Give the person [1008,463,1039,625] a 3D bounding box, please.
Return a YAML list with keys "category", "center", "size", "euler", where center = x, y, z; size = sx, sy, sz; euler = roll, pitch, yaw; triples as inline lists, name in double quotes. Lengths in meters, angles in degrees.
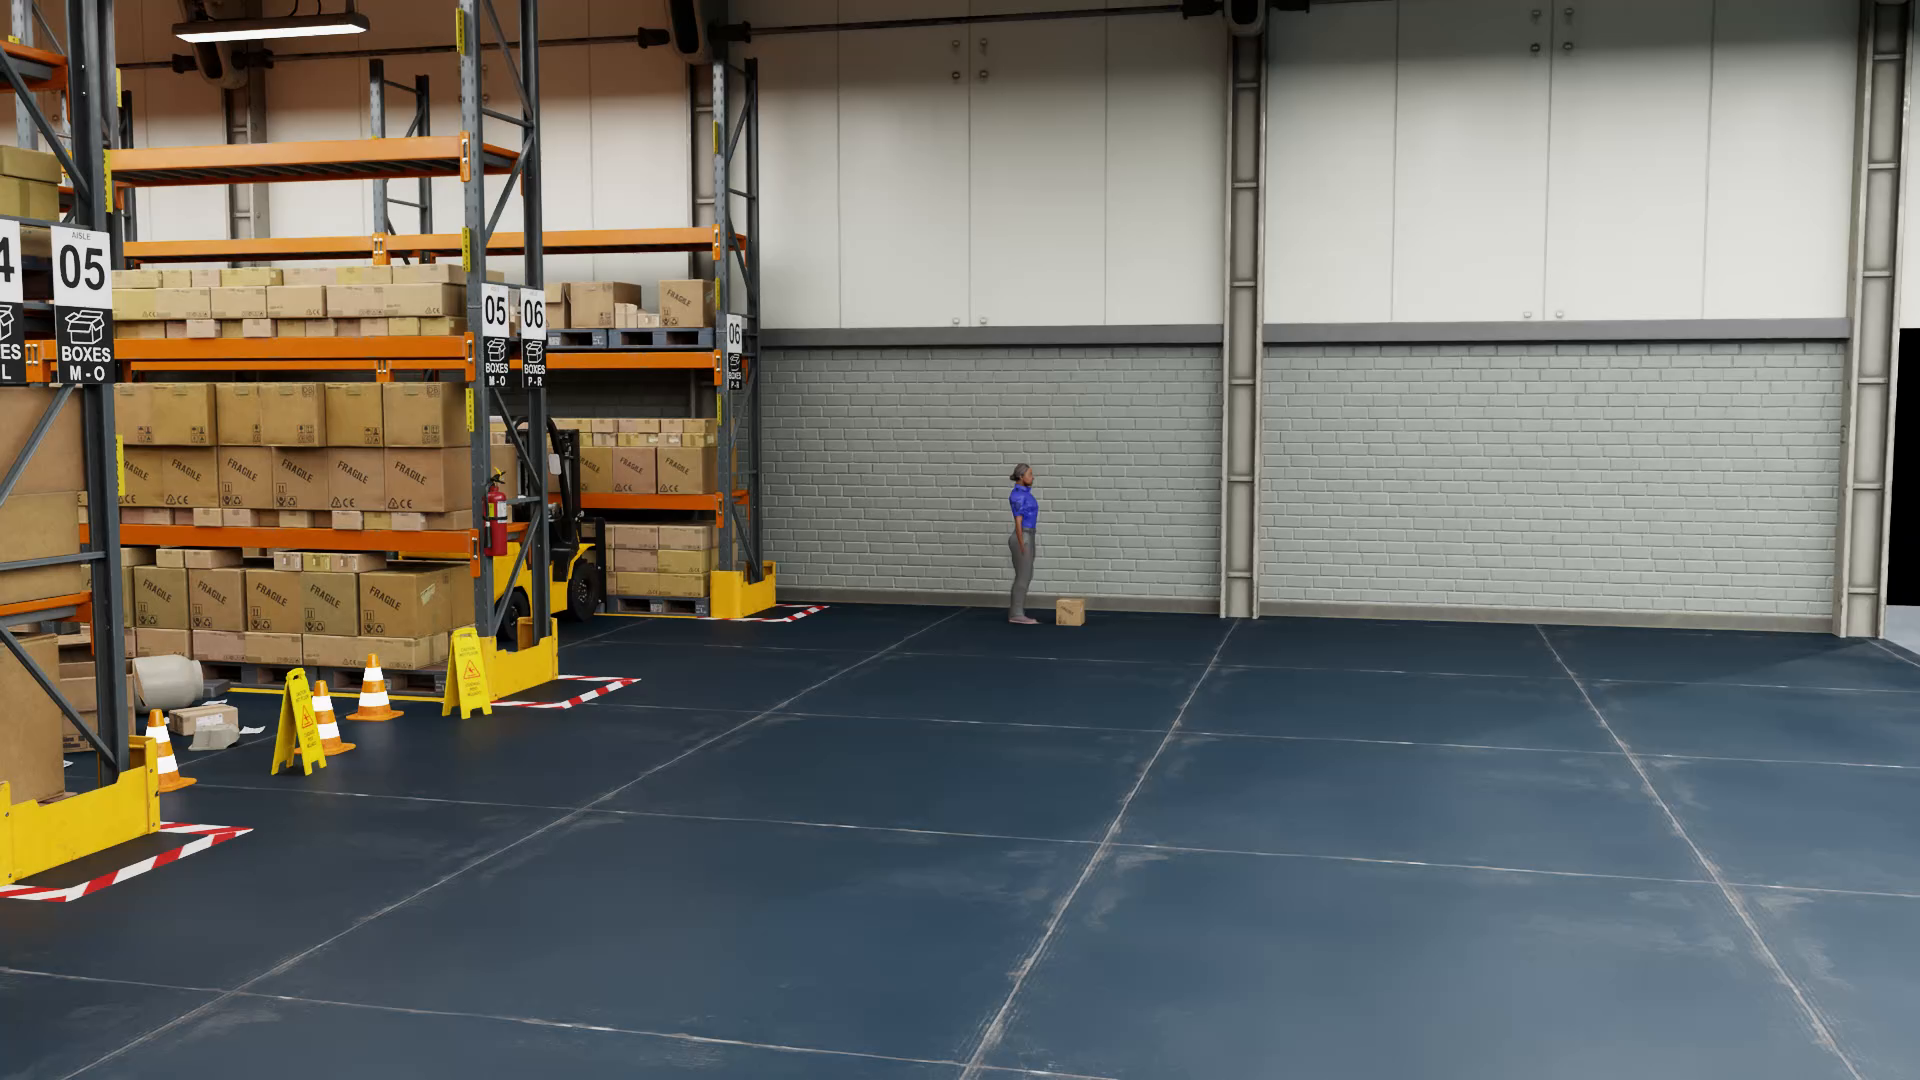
- category: "person"
  center: [0.656, 0.055, 17.209]
  size: [0.346, 1.699, 0.435]
  euler: [1, 5, 15]
